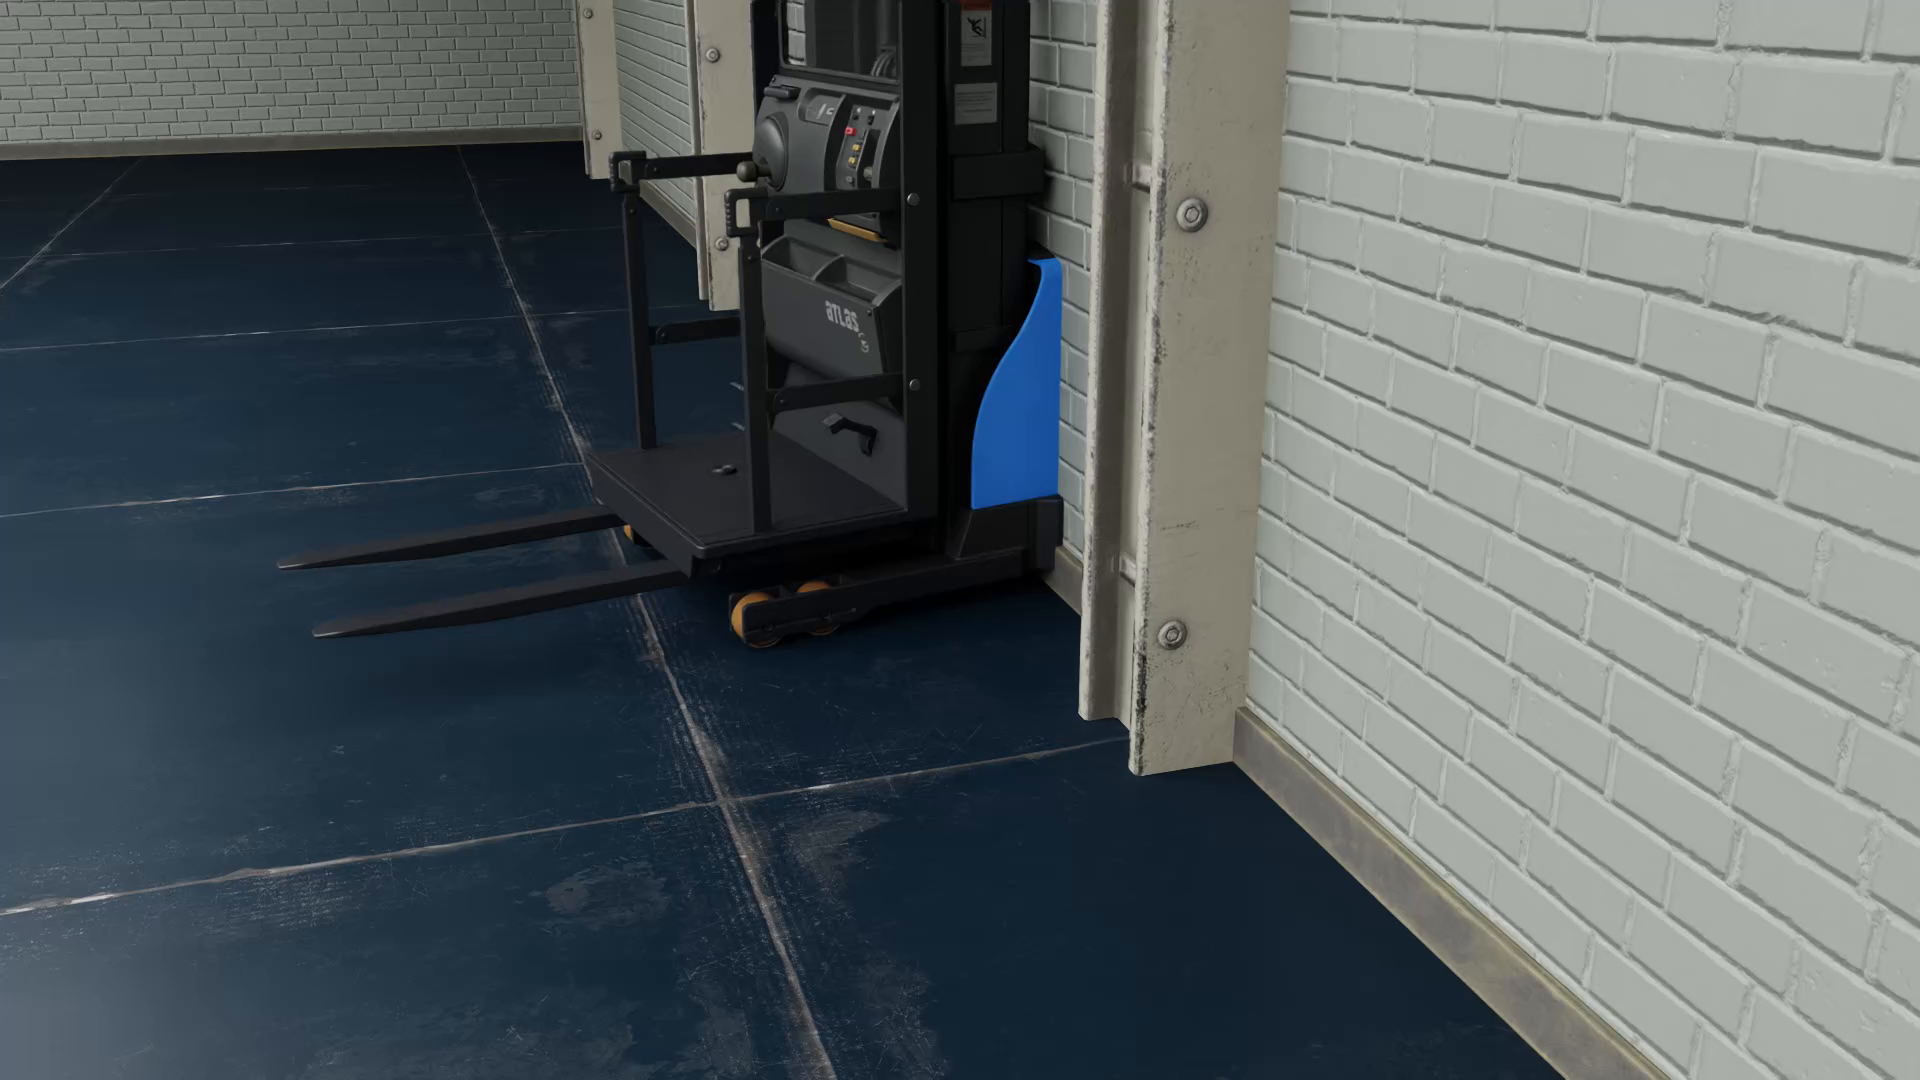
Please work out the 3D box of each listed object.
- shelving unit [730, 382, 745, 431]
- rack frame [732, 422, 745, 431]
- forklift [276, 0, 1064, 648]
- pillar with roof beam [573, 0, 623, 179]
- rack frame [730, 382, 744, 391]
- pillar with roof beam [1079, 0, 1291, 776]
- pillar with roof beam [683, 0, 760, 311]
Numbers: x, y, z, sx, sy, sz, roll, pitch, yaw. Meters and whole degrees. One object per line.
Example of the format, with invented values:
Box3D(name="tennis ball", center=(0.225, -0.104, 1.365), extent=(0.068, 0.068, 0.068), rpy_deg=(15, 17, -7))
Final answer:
Box3D(name="shelving unit", center=(-0.603, -0.443, 6.862), extent=(0.258, 0.189, 1.200), rpy_deg=(-11, 22, -28))
Box3D(name="rack frame", center=(-0.603, -0.357, 6.893), extent=(0.240, 0.006, 1.200), rpy_deg=(-11, 22, -28))
Box3D(name="forklift", center=(-0.604, -1.257, 5.079), extent=(3.031, 2.935, 1.130), rpy_deg=(-11, 22, -28))
Box3D(name="pillar with roof beam", center=(-7.325, -7.106, 12.388), extent=(9.100, 9.000, 0.400), rpy_deg=(-6, 21, -17))
Box3D(name="rack frame", center=(-0.603, -0.529, 6.832), extent=(0.240, 0.006, 1.200), rpy_deg=(-11, 22, -28))
Box3D(name="pillar with roof beam", center=(-3.553, -3.255, 1.667), extent=(9.100, 9.000, 0.400), rpy_deg=(-6, 21, -17))
Box3D(name="pillar with roof beam", center=(-5.439, -5.181, 7.028), extent=(9.100, 9.000, 0.400), rpy_deg=(-6, 21, -17))
